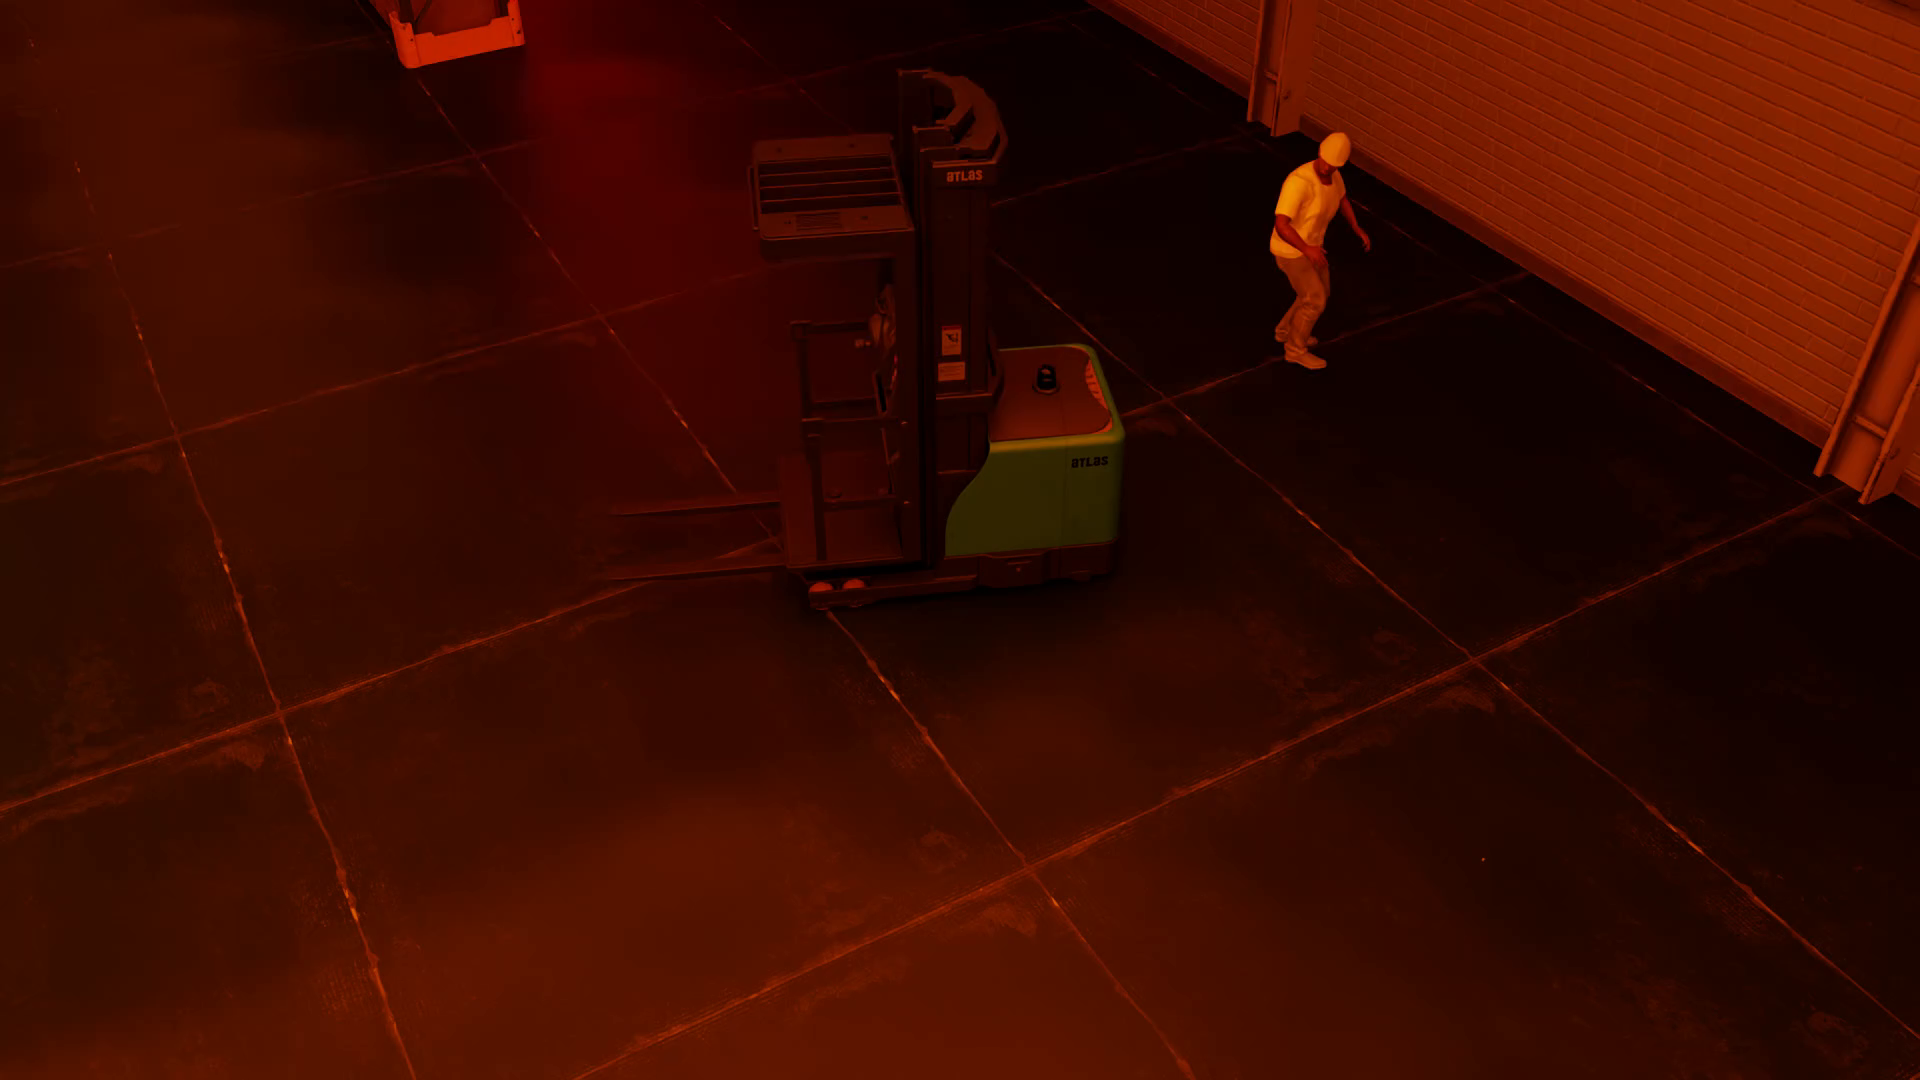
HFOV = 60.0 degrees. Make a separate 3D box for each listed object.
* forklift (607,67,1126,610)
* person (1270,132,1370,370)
[{"bbox_3d":[-0.604,-1.075,9.332,3.031,2.935,1.130,-5,40,-6],"label":"forklift"},{"bbox_3d":[2.447,-2.001,11.430,0.550,1.709,0.818,23,45,26],"label":"person"}]
